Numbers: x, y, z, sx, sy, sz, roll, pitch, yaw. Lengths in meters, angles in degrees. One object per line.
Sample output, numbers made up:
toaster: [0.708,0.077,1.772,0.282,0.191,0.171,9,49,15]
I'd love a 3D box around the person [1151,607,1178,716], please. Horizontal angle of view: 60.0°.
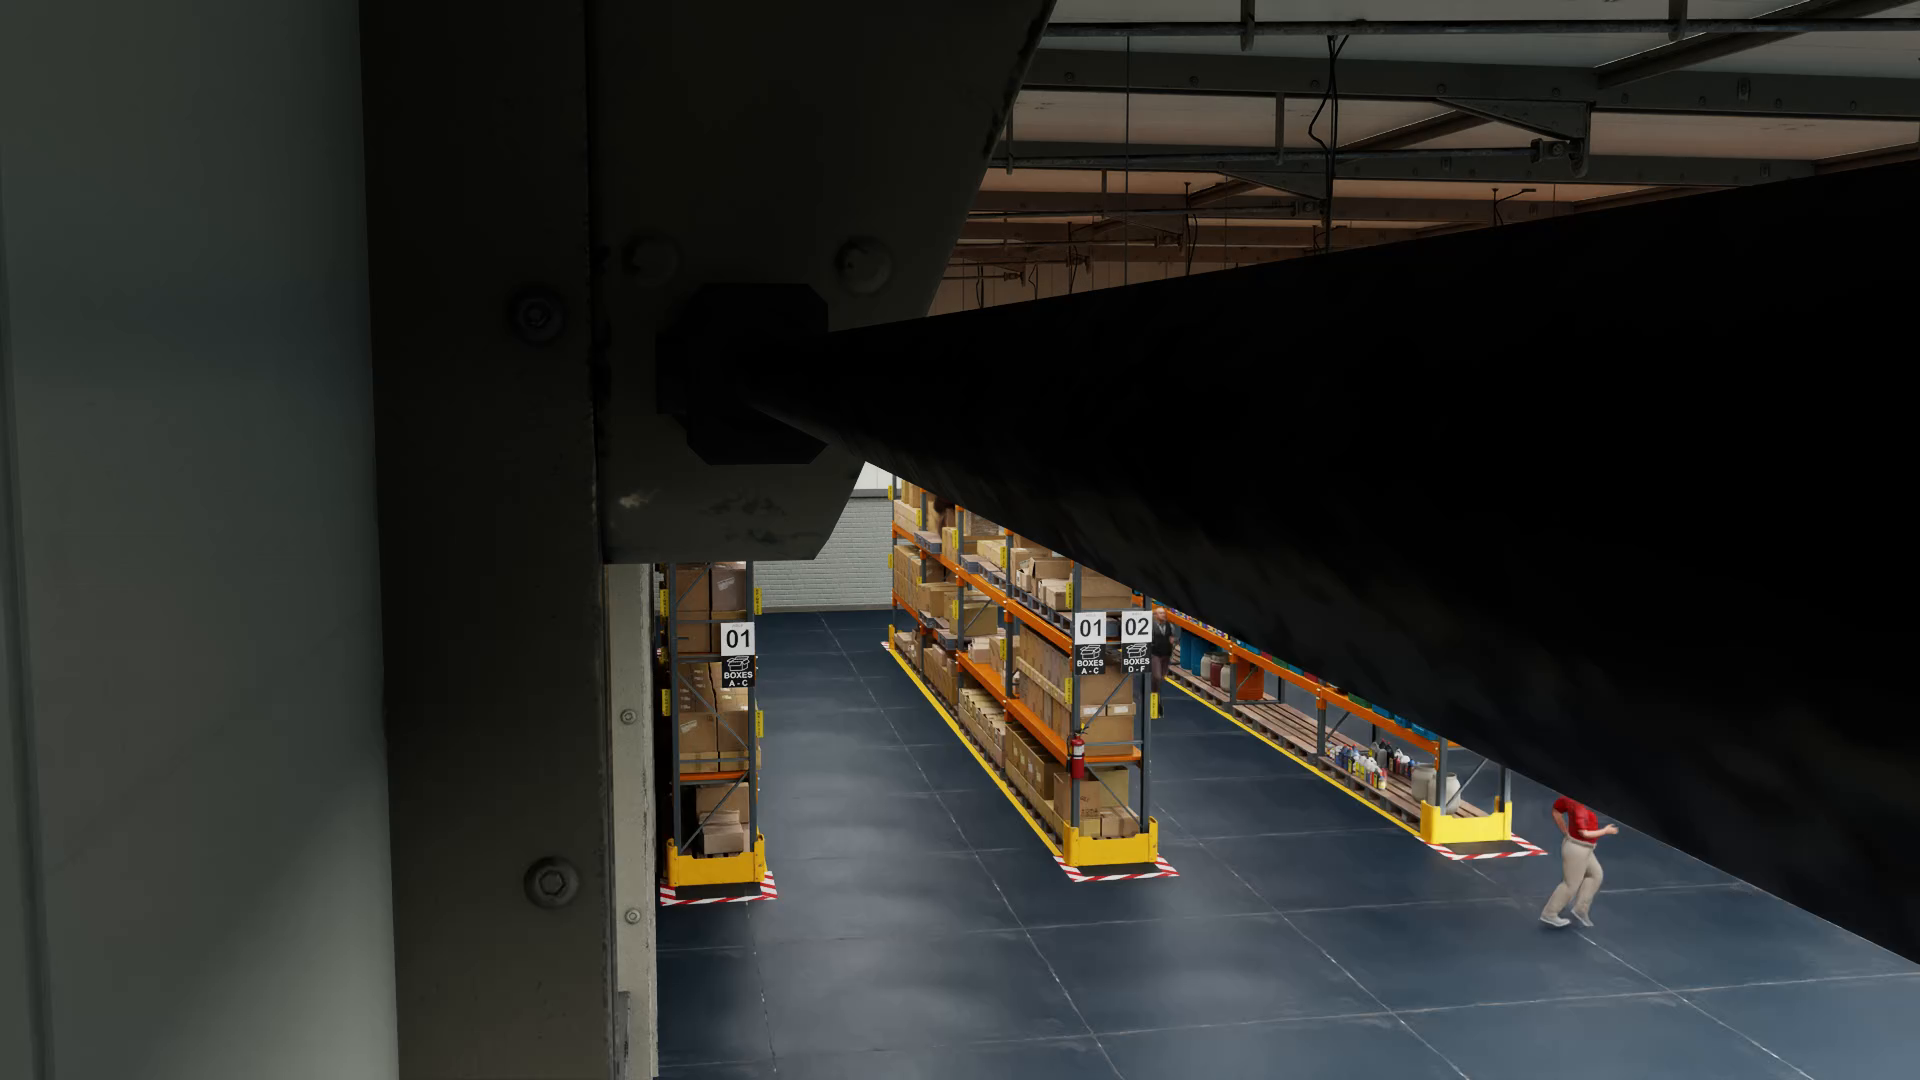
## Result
person: [3.474,2.083,28.871,0.625,1.834,0.736,-3,7,-23]

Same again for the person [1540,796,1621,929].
person: [6.888,3.497,18.474,0.801,1.777,0.611,2,6,15]
